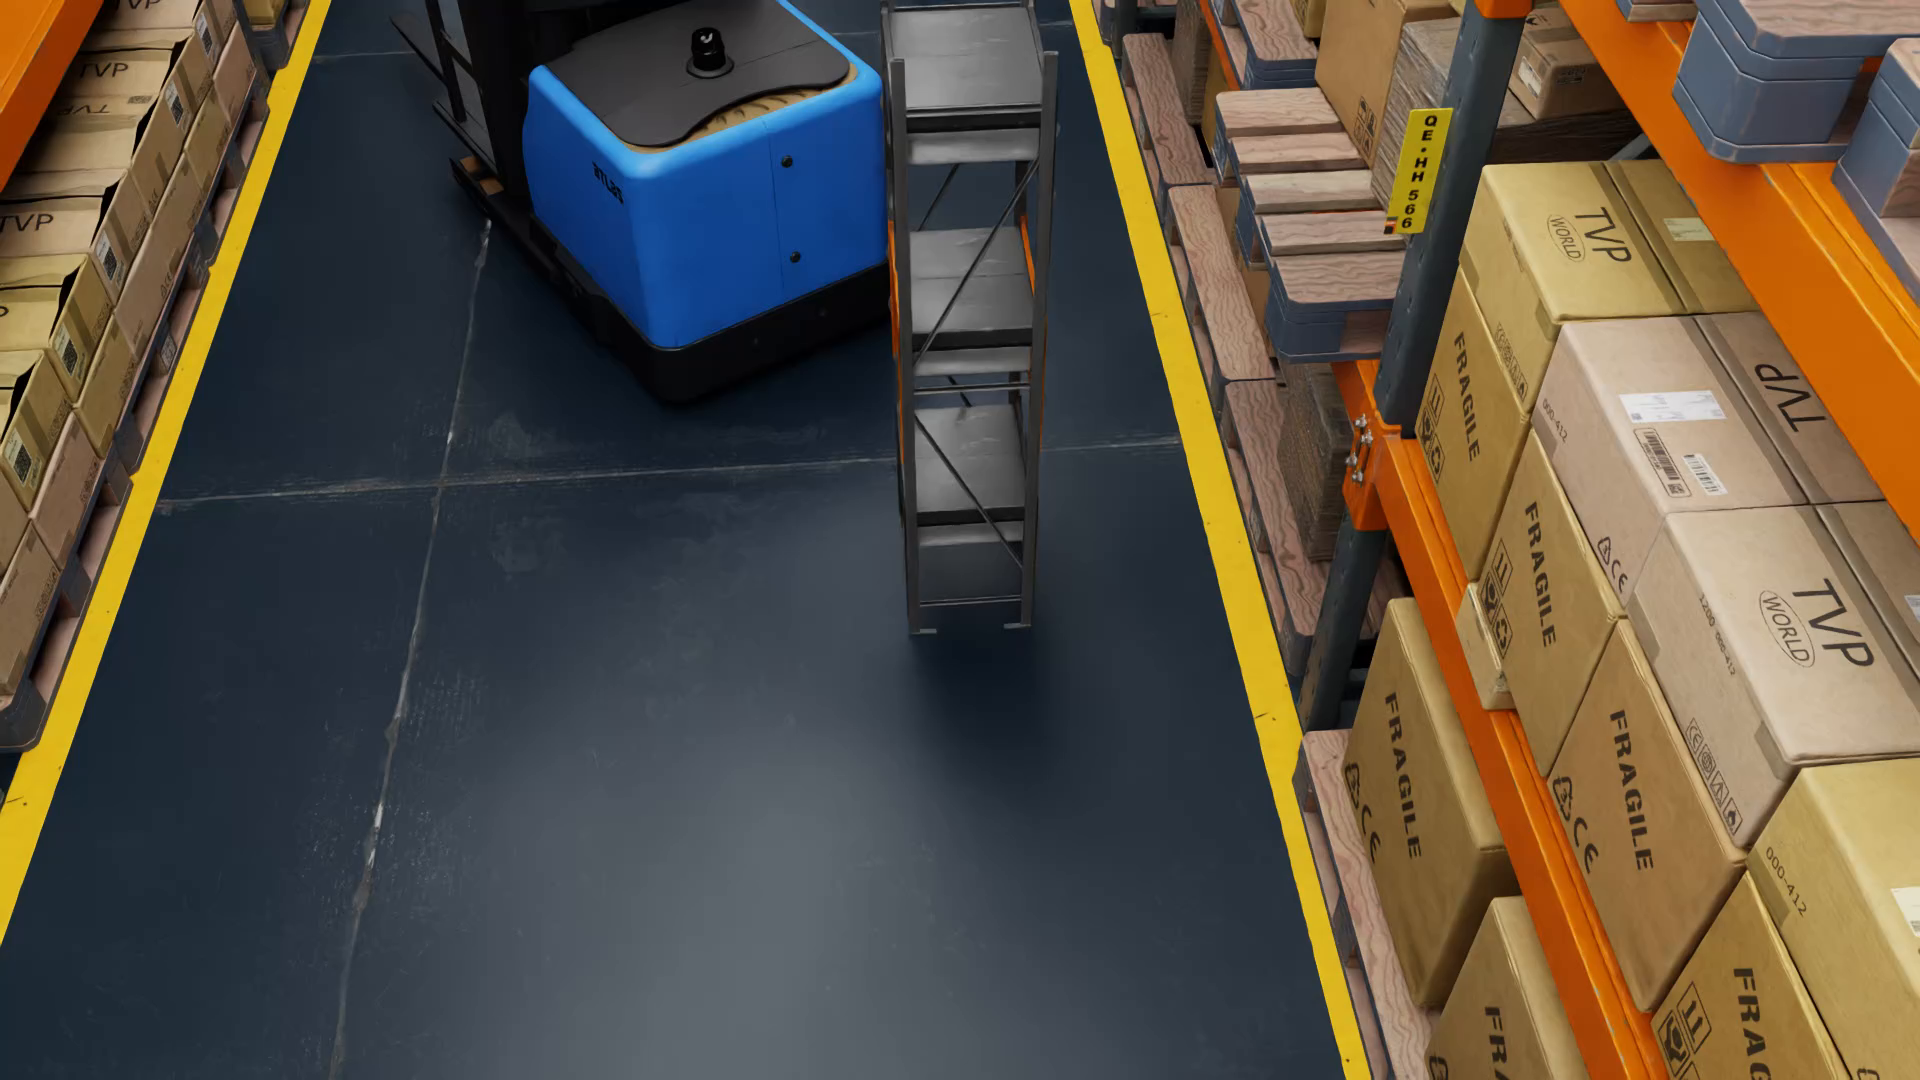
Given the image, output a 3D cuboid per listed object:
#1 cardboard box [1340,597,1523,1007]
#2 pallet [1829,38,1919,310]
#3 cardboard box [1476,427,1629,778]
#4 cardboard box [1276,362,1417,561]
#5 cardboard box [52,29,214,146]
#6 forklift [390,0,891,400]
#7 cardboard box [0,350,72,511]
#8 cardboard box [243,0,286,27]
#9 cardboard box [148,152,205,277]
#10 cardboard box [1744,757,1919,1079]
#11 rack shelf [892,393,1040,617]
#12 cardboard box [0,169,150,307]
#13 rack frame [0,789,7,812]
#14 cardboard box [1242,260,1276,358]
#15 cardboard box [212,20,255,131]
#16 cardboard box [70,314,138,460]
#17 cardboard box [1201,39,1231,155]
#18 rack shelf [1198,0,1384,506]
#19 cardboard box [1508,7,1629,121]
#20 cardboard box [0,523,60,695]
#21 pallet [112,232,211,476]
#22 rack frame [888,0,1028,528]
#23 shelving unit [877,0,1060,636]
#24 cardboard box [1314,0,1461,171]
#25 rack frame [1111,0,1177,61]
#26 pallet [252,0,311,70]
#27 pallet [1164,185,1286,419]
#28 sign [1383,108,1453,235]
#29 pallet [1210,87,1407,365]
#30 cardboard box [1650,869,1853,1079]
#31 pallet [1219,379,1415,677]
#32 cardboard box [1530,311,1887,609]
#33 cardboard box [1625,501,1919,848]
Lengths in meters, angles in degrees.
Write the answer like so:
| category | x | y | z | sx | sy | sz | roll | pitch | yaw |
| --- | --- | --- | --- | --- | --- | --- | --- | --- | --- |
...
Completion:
| category | x | y | z | sx | sy | sz | roll | pitch | yaw |
| --- | --- | --- | --- | --- | --- | --- | --- | --- | --- |
| cardboard box | 1.496 | 0.646 | 4.264 | 0.750 | 0.750 | 0.750 | -4 | 47 | -4 |
| pallet | 1.768 | -0.184 | 1.923 | 1.003 | 0.211 | 1.213 | -2 | 47 | -1 |
| cardboard box | 1.385 | 0.114 | 3.289 | 0.500 | 0.500 | 0.500 | -2 | 47 | -2 |
| cardboard box | 1.453 | -0.299 | 5.386 | 0.700 | 0.500 | 0.500 | -3 | 47 | -3 |
| cardboard box | -3.336 | -1.820 | 6.626 | 0.500 | 0.311 | 0.500 | -2 | 47 | -2 |
| forklift | -1.517 | -2.559 | 6.155 | 1.130 | 2.935 | 3.031 | -27 | 52 | -23 |
| cardboard box | -3.174 | -0.353 | 5.237 | 0.500 | 0.311 | 0.500 | -5 | 47 | -4 |
| cardboard box | -3.442 | -2.632 | 7.782 | 0.500 | 0.250 | 0.500 | -3 | 47 | -3 |
| cardboard box | -3.298 | -1.260 | 6.482 | 0.500 | 0.250 | 0.500 | -3 | 47 | -2 |
| cardboard box | 1.487 | 0.573 | 2.338 | 0.500 | 0.250 | 0.500 | -4 | 47 | -4 |
| rack shelf | 0.014 | -0.112 | 5.392 | 0.431 | 0.518 | 0.480 | -3 | 47 | -3 |
| cardboard box | -3.258 | -1.095 | 5.939 | 0.500 | 0.311 | 0.500 | -4 | 47 | -4 |
| rack frame | -3.371 | -0.185 | 3.860 | 1.000 | 3.000 | 0.127 | -3 | 47 | -3 |
| cardboard box | 1.456 | -1.036 | 6.084 | 0.700 | 0.500 | 0.500 | -4 | 47 | -4 |
| cardboard box | -3.382 | -1.996 | 7.179 | 0.500 | 0.250 | 0.500 | -4 | 47 | -4 |
| cardboard box | -3.215 | -0.520 | 5.782 | 0.500 | 0.250 | 0.500 | -5 | 47 | -4 |
| cardboard box | 1.402 | -1.773 | 6.781 | 0.700 | 0.500 | 0.500 | -4 | 47 | -4 |
| rack shelf | 1.398 | -1.689 | 5.779 | 1.077 | 0.370 | 4.000 | -3 | 47 | -3 |
| cardboard box | 1.506 | -1.146 | 3.950 | 0.380 | 0.149 | 0.250 | -9 | 47 | -8 |
| cardboard box | -3.122 | 0.219 | 5.081 | 0.500 | 0.250 | 0.500 | -4 | 47 | -3 |
| pallet | -3.500 | -0.705 | 6.272 | 1.003 | 0.211 | 1.213 | -3 | 47 | -3 |
| rack frame | -0.007 | -0.779 | 5.041 | 0.400 | 2.100 | 0.015 | -3 | 47 | -3 |
| shelving unit | 0.014 | -0.602 | 4.874 | 0.431 | 2.100 | 0.503 | -3 | 47 | -3 |
| cardboard box | 1.442 | -1.417 | 4.654 | 0.700 | 0.500 | 0.500 | -7 | 47 | -7 |
| rack frame | 1.230 | -3.383 | 6.888 | 1.000 | 3.000 | 0.127 | -3 | 47 | -3 |
| pallet | -3.731 | -2.699 | 8.160 | 1.003 | 0.211 | 1.213 | -3 | 47 | -3 |
| pallet | 1.402 | -0.976 | 6.529 | 1.003 | 0.211 | 1.213 | -3 | 47 | -3 |
| sign | 1.025 | -0.820 | 3.718 | 0.100 | 0.325 | 0.005 | -3 | 47 | -3 |
| pallet | 1.399 | -0.932 | 4.699 | 1.213 | 0.211 | 1.003 | -3 | 47 | -3 |
| cardboard box | 1.477 | 0.849 | 2.592 | 0.500 | 0.500 | 0.500 | -2 | 47 | -2 |
| pallet | 1.501 | -0.096 | 5.695 | 1.003 | 0.211 | 1.213 | -3 | 47 | -3 |
| cardboard box | 1.392 | -0.158 | 3.029 | 0.500 | 0.250 | 0.500 | -4 | 47 | -4 |
| cardboard box | 1.438 | 0.204 | 2.687 | 0.500 | 0.250 | 0.500 | -3 | 47 | -3 |
